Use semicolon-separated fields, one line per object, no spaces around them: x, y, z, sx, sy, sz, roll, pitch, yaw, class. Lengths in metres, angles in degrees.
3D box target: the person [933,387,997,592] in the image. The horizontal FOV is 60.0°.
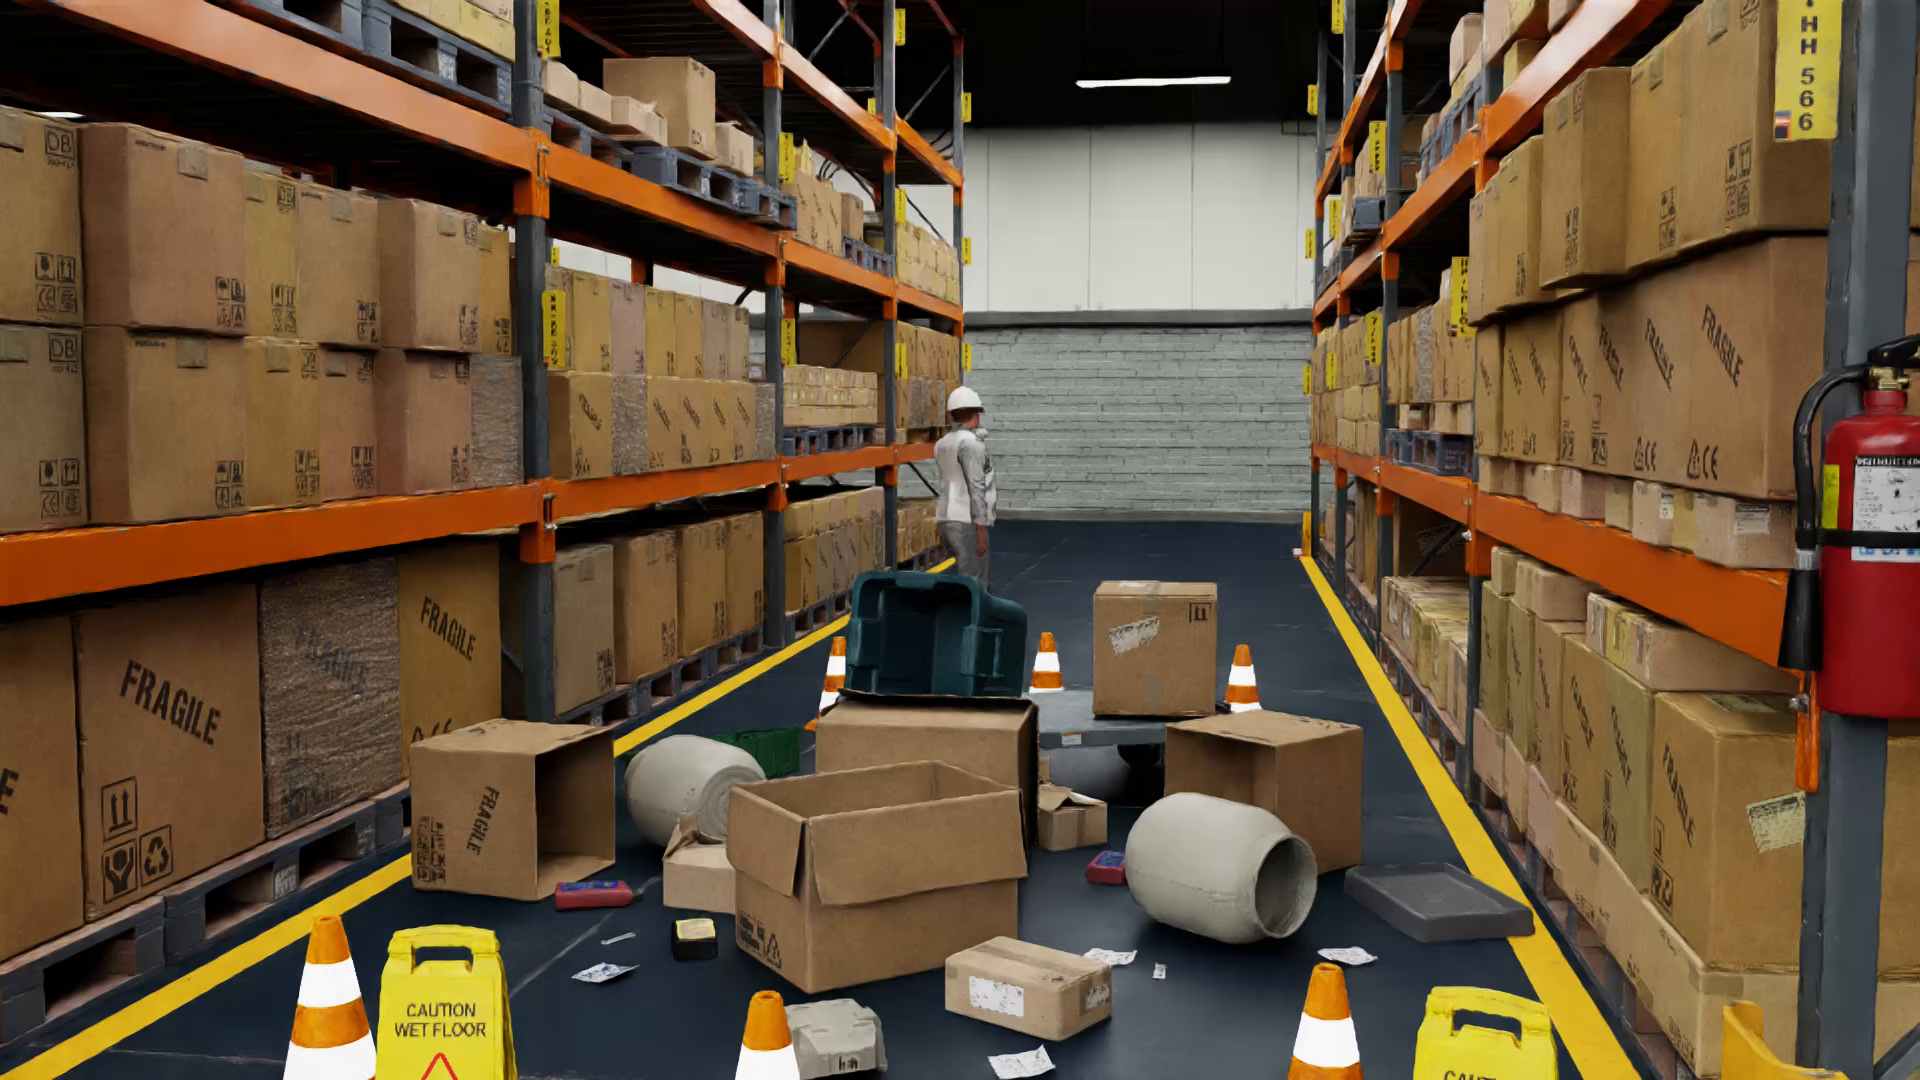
0.004;-0.081;10.440;0.495;1.760;0.603;-2;5;-20;person
